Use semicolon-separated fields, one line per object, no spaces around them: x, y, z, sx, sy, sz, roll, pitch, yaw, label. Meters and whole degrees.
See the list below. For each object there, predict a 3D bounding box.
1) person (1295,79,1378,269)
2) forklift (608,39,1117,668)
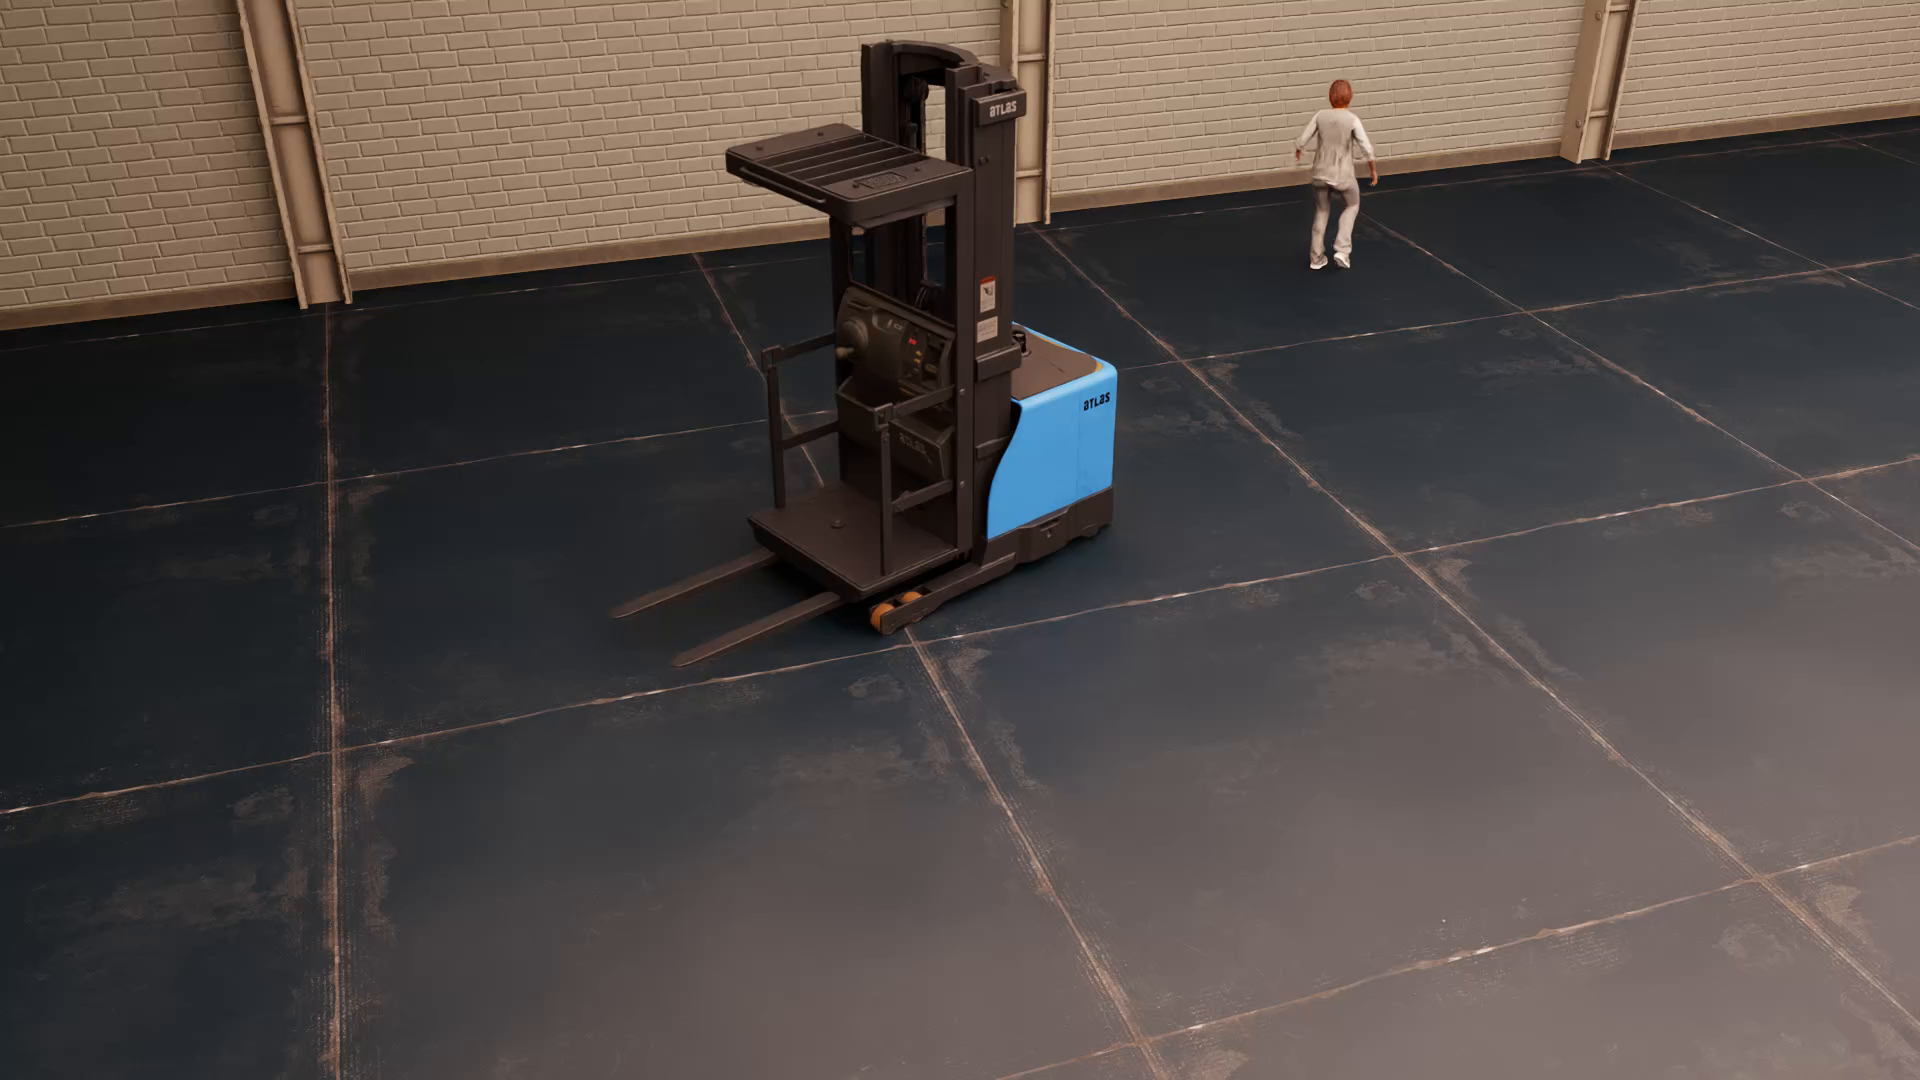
3.054;-2.994;13.682;0.718;1.584;0.423;17;34;27;person
-0.518;-1.048;8.908;3.031;2.935;1.130;-23;37;-34;forklift
